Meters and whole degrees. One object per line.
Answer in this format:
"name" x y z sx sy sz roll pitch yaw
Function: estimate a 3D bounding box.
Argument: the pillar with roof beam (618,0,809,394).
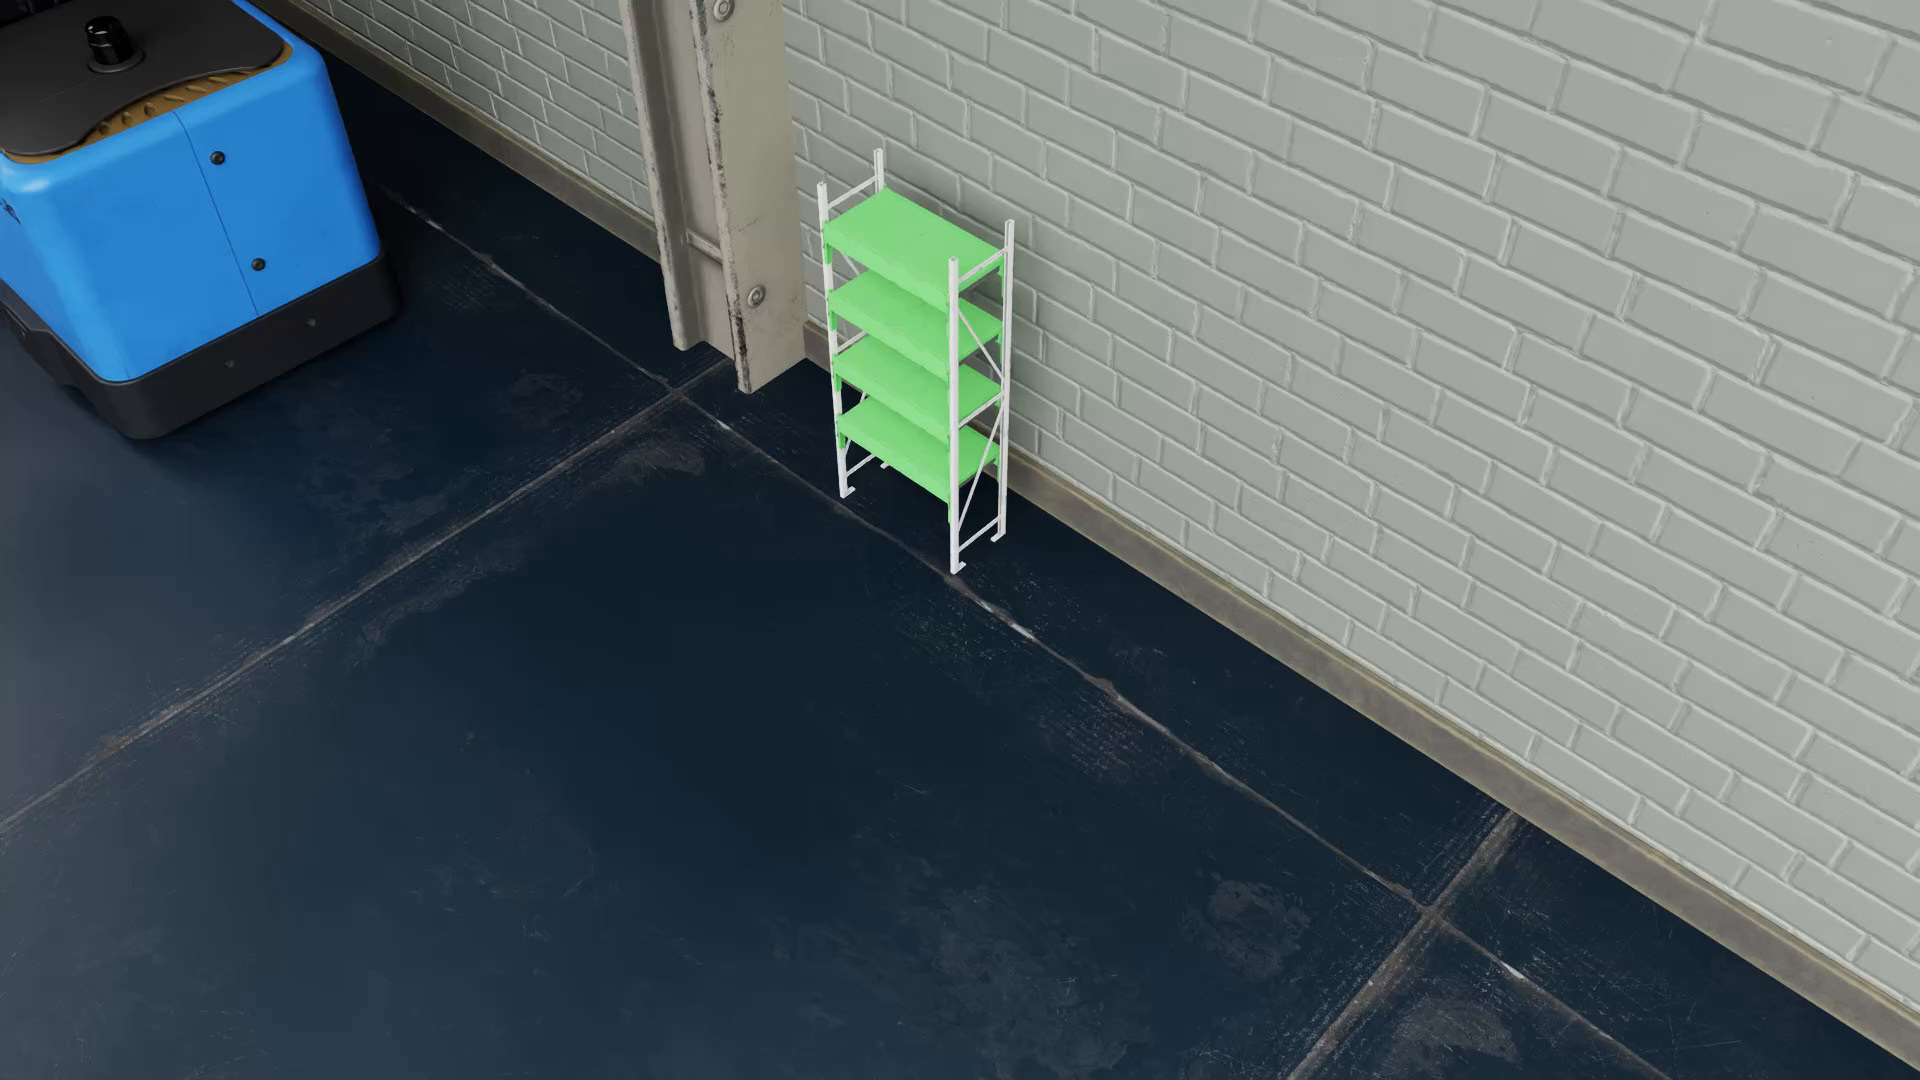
"pillar with roof beam" -3.689 -1.453 0.442 0.400 9.000 9.100 34 55 28

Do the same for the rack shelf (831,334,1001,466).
"rack shelf" -0.122 -0.449 4.936 0.480 0.148 0.258 34 55 28

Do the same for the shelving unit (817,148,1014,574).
"shelving unit" -0.122 -0.493 4.889 0.503 1.200 0.258 34 55 28

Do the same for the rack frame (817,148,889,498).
"rack frame" -0.301 -0.613 5.003 0.015 1.200 0.240 34 55 28

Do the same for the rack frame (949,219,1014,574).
"rack frame" 0.058 -0.372 4.776 0.015 1.200 0.240 34 55 28

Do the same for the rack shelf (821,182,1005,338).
"rack shelf" -0.122 -0.777 4.586 0.480 0.148 0.258 34 55 28

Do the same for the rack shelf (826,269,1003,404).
"rack shelf" -0.122 -0.613 4.761 0.480 0.148 0.258 34 55 28

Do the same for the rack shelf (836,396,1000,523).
"rack shelf" -0.122 -0.285 5.111 0.480 0.148 0.258 34 55 28

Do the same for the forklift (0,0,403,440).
"forklift" -3.391 -2.299 5.398 3.031 2.935 1.130 36 56 29
